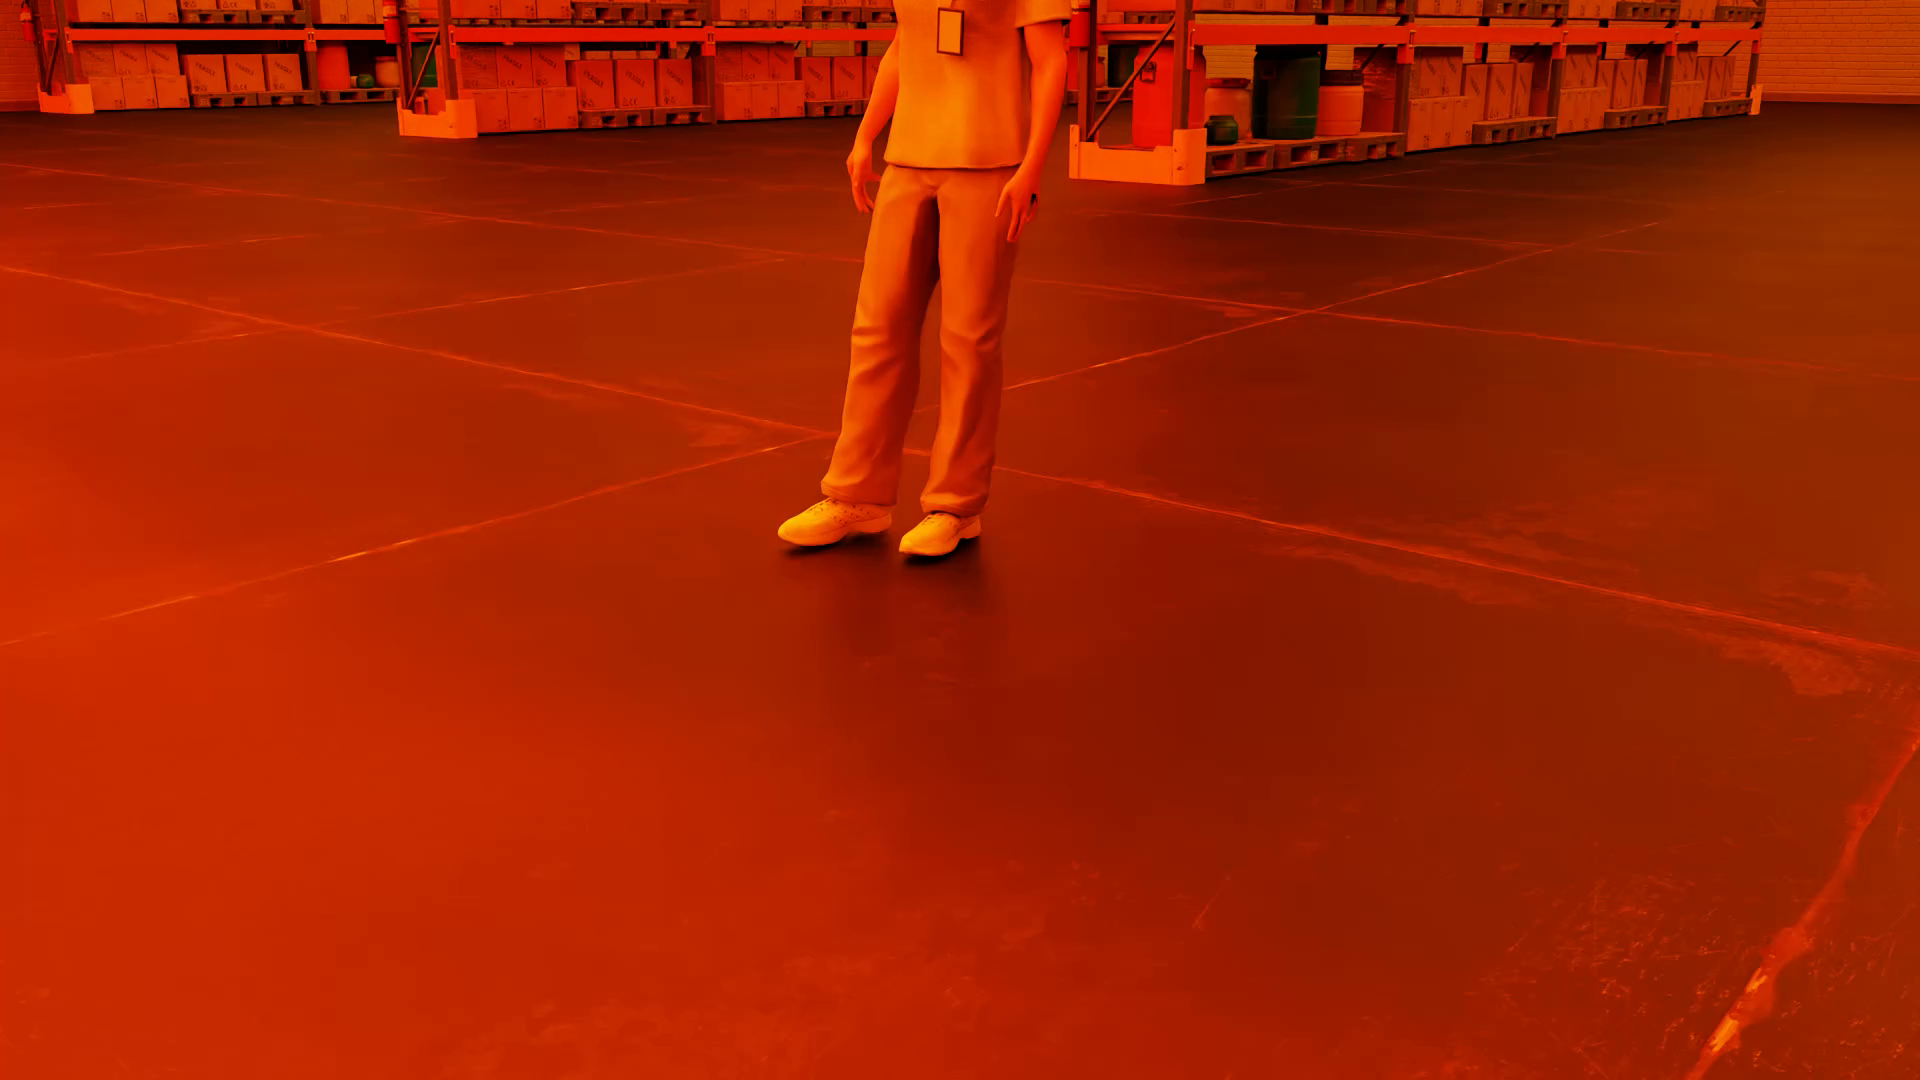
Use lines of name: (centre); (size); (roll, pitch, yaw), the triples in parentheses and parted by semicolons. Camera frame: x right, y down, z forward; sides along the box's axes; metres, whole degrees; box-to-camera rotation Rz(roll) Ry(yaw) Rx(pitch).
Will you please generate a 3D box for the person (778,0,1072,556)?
person: (-0.057, -0.795, 3.650); (0.549, 1.675, 0.549); (13, 21, 37)
